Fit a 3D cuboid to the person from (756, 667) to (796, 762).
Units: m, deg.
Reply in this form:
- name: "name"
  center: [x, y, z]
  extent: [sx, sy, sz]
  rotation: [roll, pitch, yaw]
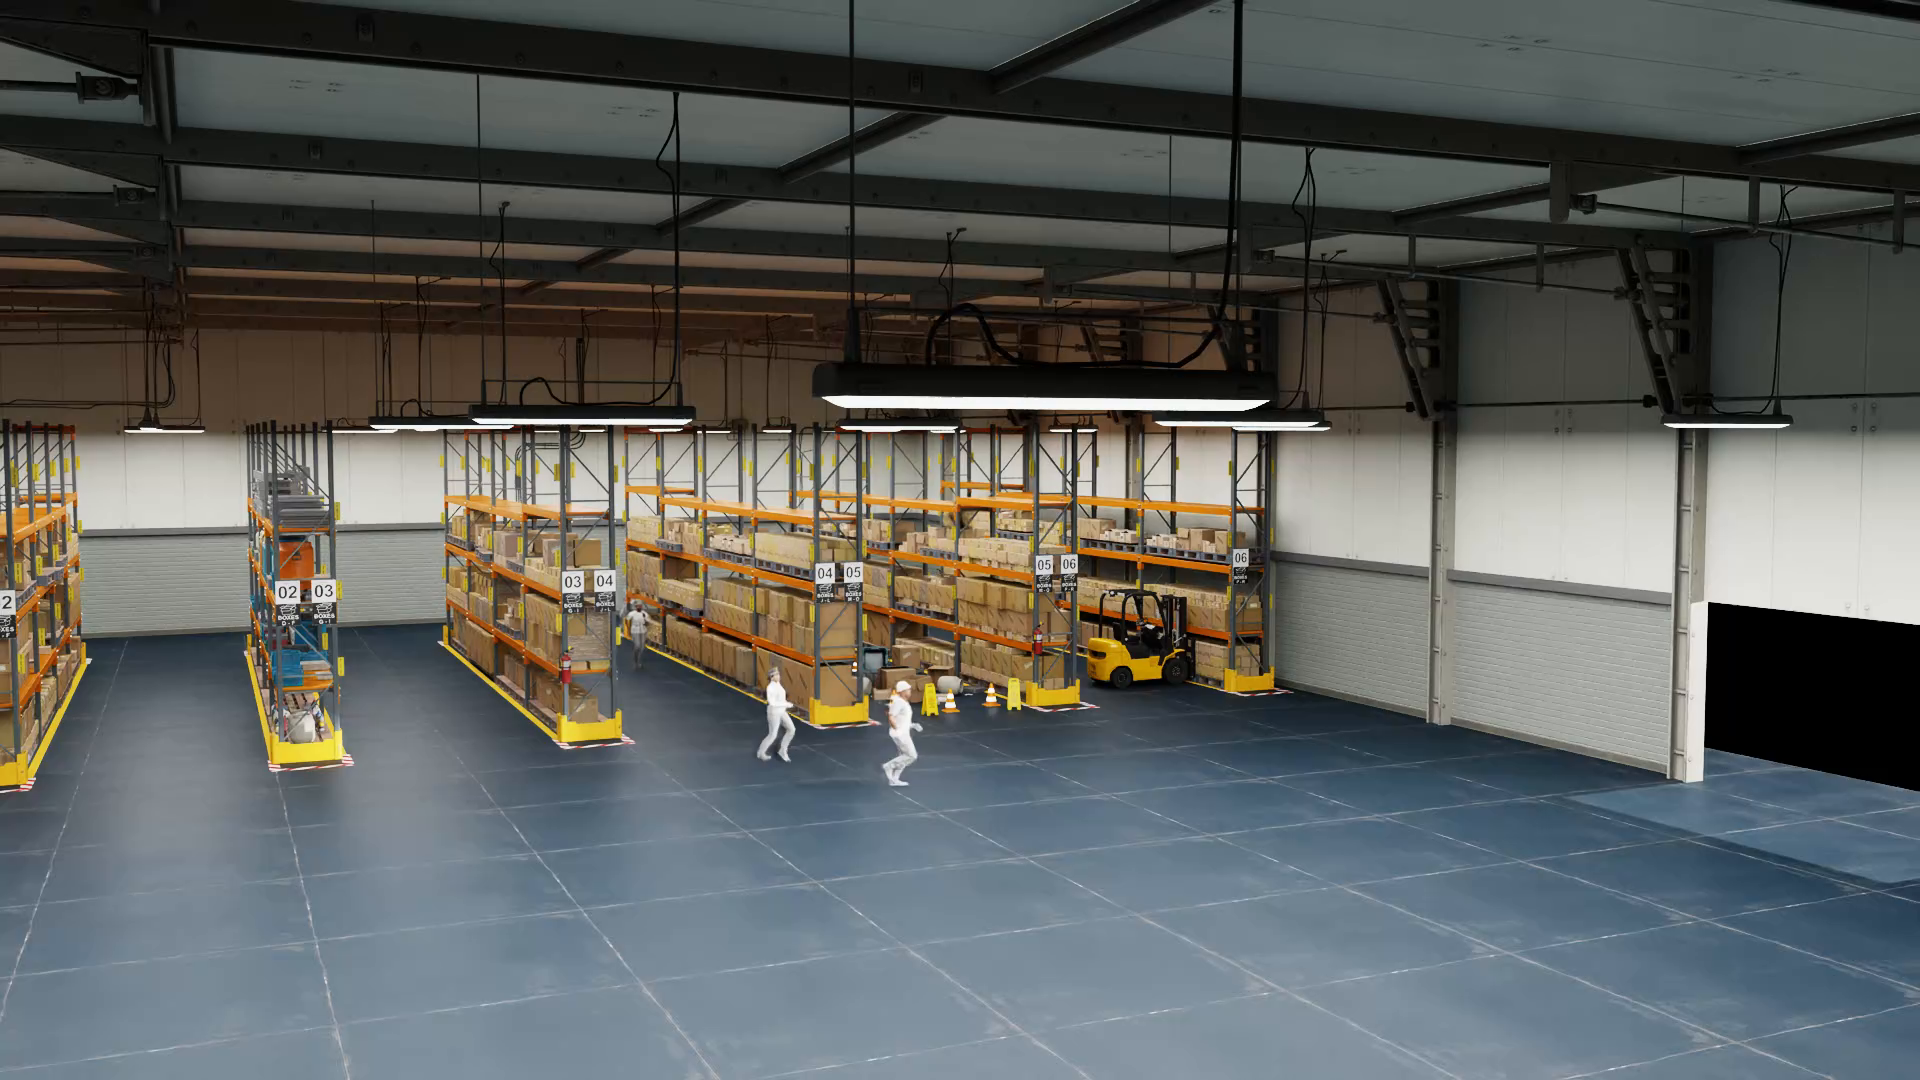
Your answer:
- name: "person"
  center: [-3.231, 3.071, 29.241]
  extent: [0.706, 1.711, 0.618]
  rotation: [1, 4, 17]

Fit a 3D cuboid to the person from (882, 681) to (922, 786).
- name: "person"
  center: [-0.941, 3.161, 27.134]
  extent: [0.635, 1.727, 0.684]
  rotation: [0, 4, 3]

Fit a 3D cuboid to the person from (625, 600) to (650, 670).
- name: "person"
  center: [-7.900, 2.328, 40.896]
  extent: [0.542, 1.733, 0.705]
  rotation: [-2, 4, -29]

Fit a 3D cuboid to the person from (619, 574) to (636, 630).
- name: "person"
  center: [-9.782, 1.812, 48.936]
  extent: [0.772, 1.698, 0.867]
  rotation: [-2, 4, -25]
